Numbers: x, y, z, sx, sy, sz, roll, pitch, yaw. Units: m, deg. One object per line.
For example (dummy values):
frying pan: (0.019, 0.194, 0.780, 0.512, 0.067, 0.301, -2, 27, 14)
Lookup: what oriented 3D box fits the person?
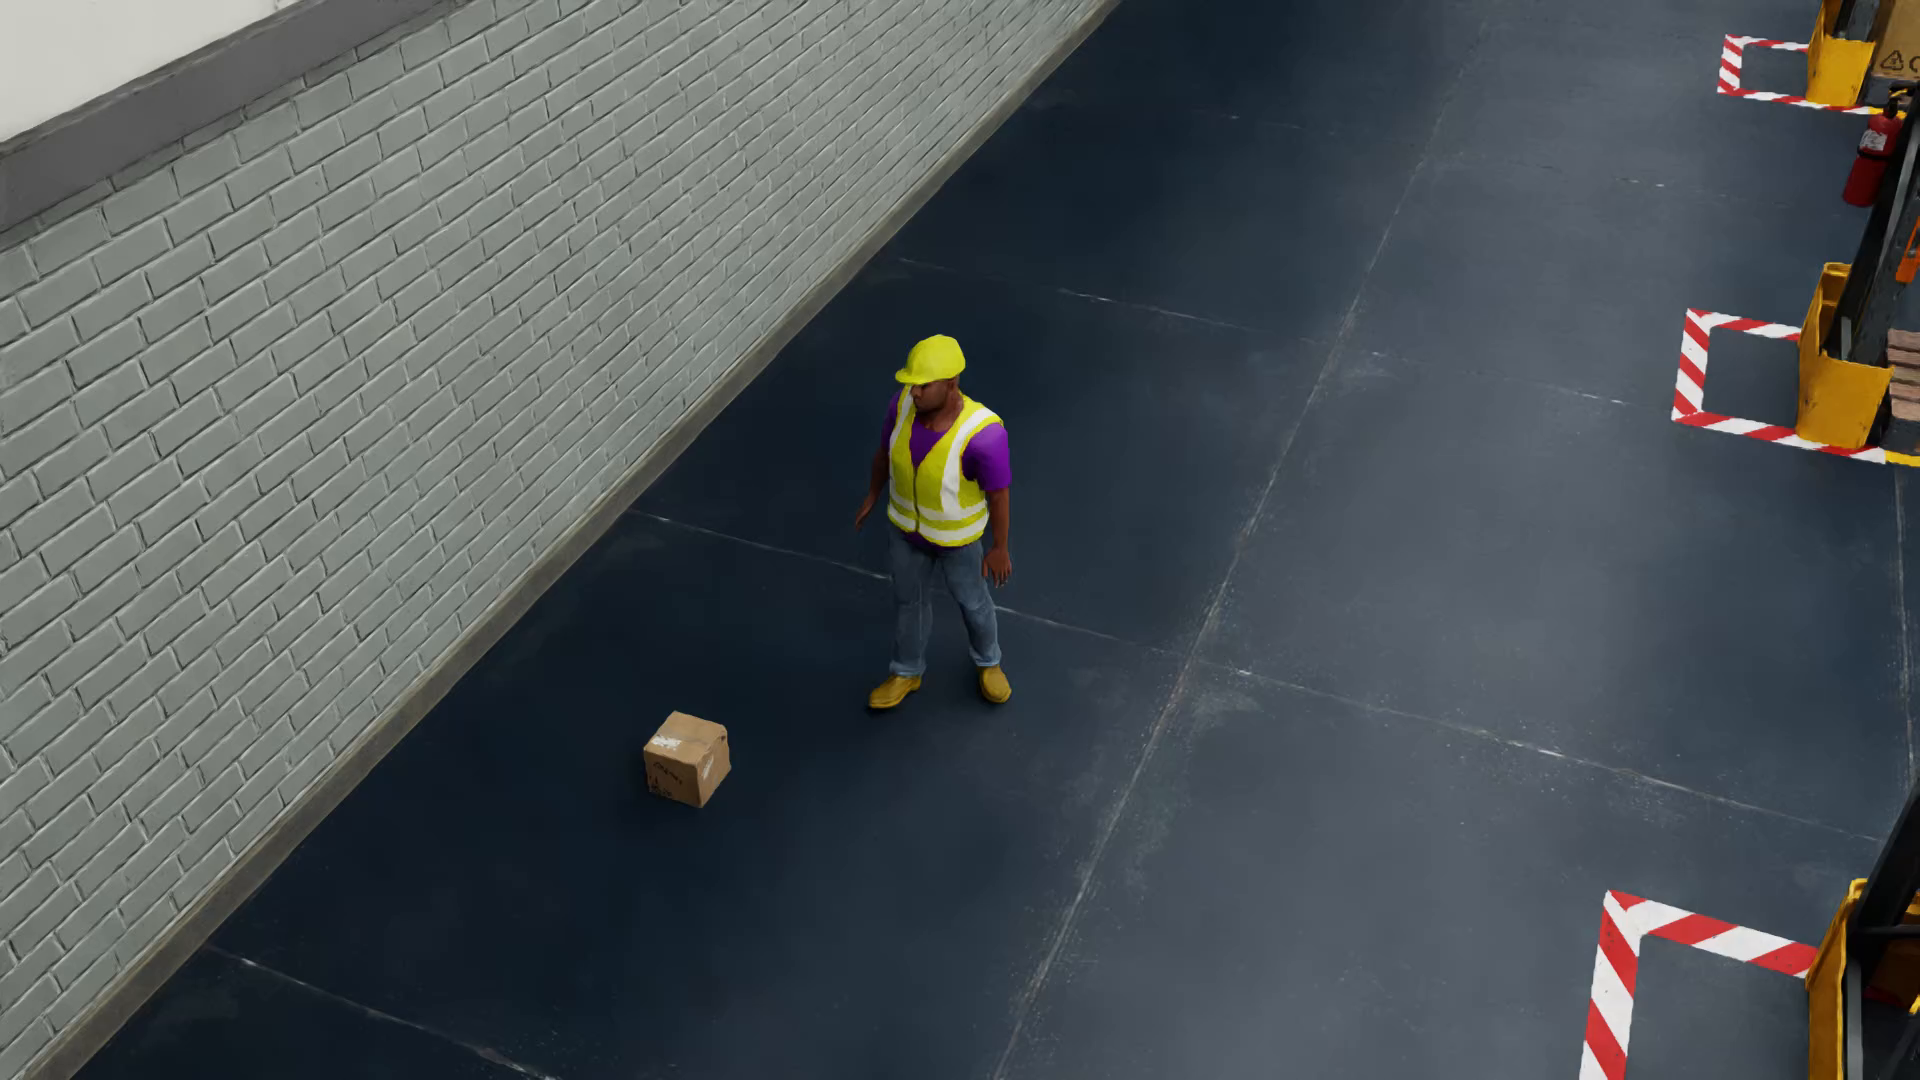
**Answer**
person: (-0.132, -0.050, 6.843, 0.729, 1.768, 0.574, 21, 42, 25)
